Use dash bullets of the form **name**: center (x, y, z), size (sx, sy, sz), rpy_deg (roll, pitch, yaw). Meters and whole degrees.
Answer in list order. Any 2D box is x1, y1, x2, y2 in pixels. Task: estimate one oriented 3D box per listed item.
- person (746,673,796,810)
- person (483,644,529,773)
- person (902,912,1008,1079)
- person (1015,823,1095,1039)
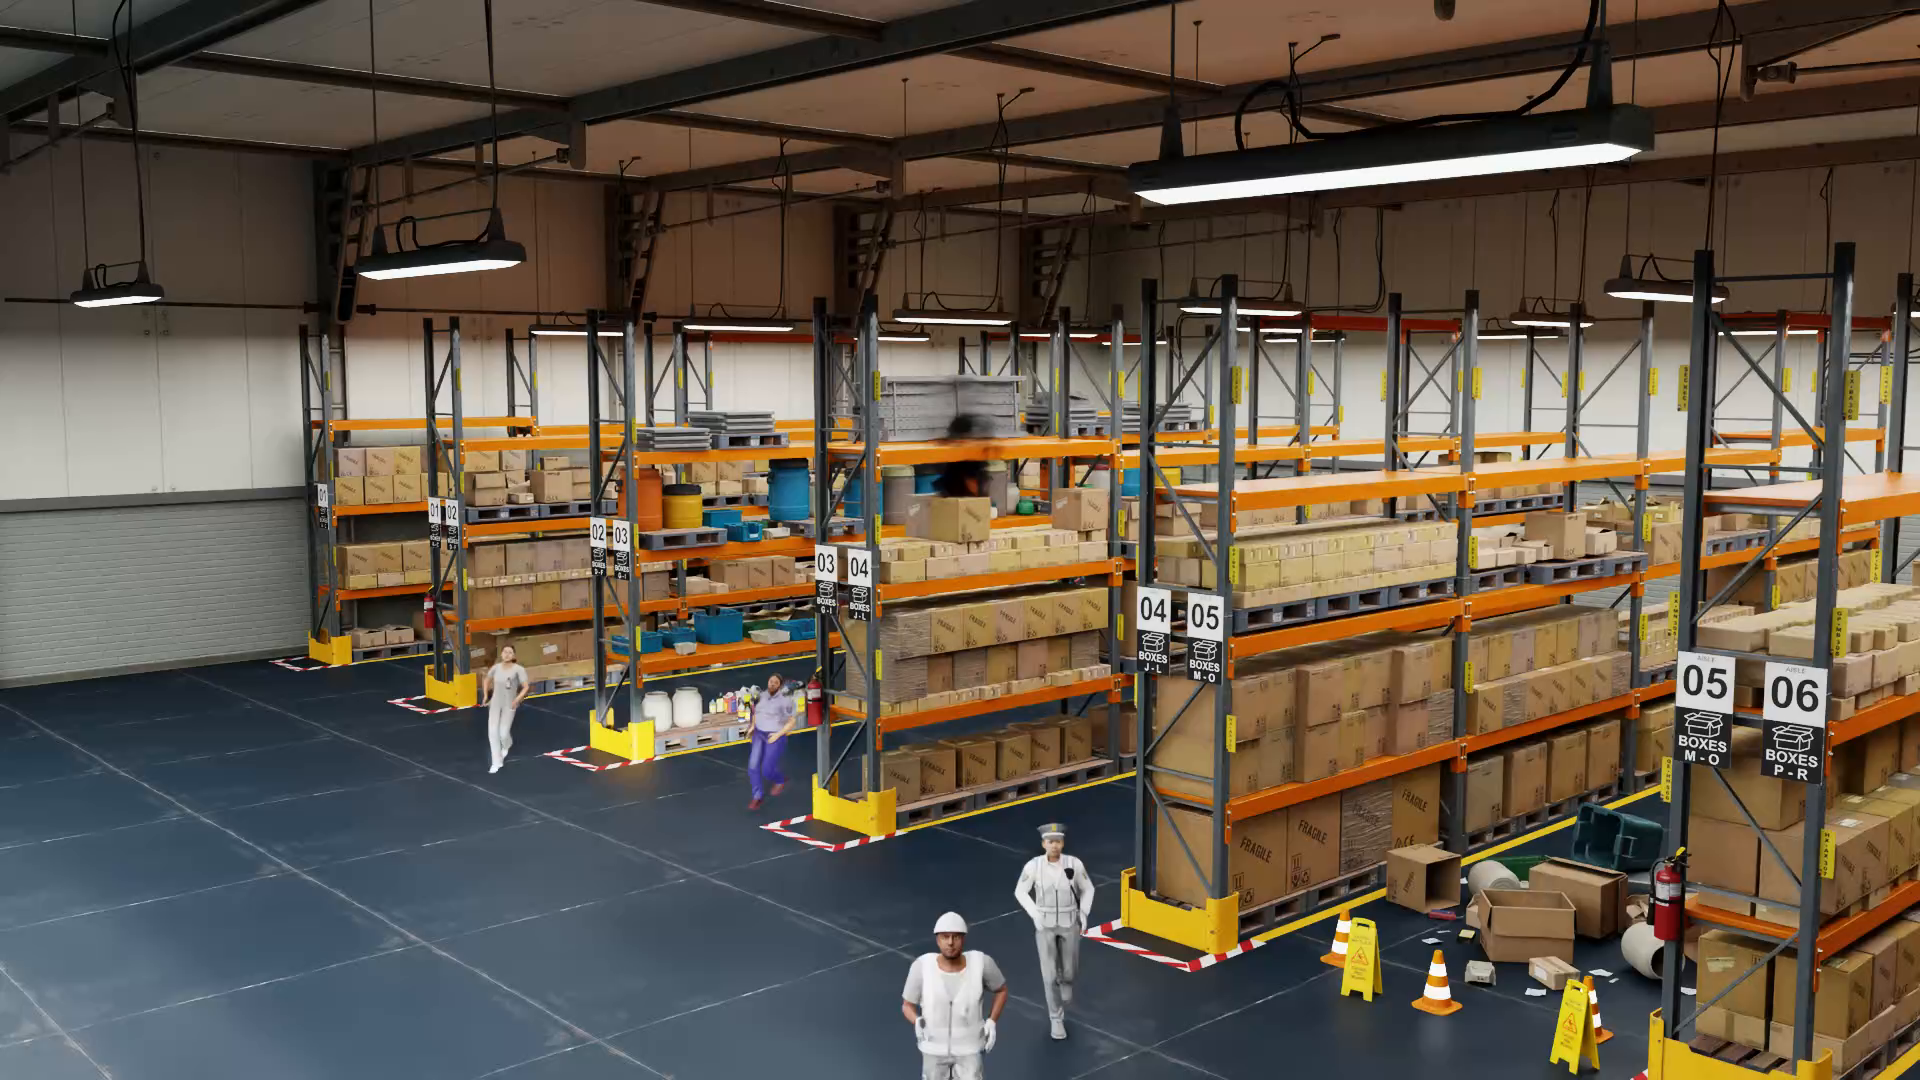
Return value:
- **person**: center (-2.226, 2.382, 19.810), size (0.650, 1.620, 0.646), rpy_deg (3, 7, 28)
- **person**: center (-5.947, 2.175, 21.728), size (0.604, 1.647, 0.625), rpy_deg (0, 6, 5)
- **person**: center (-0.043, 3.229, 10.476), size (0.665, 1.746, 0.614), rpy_deg (0, 6, 4)
- **person**: center (0.747, 3.020, 13.106), size (0.632, 1.666, 0.640), rpy_deg (0, 6, 0)
